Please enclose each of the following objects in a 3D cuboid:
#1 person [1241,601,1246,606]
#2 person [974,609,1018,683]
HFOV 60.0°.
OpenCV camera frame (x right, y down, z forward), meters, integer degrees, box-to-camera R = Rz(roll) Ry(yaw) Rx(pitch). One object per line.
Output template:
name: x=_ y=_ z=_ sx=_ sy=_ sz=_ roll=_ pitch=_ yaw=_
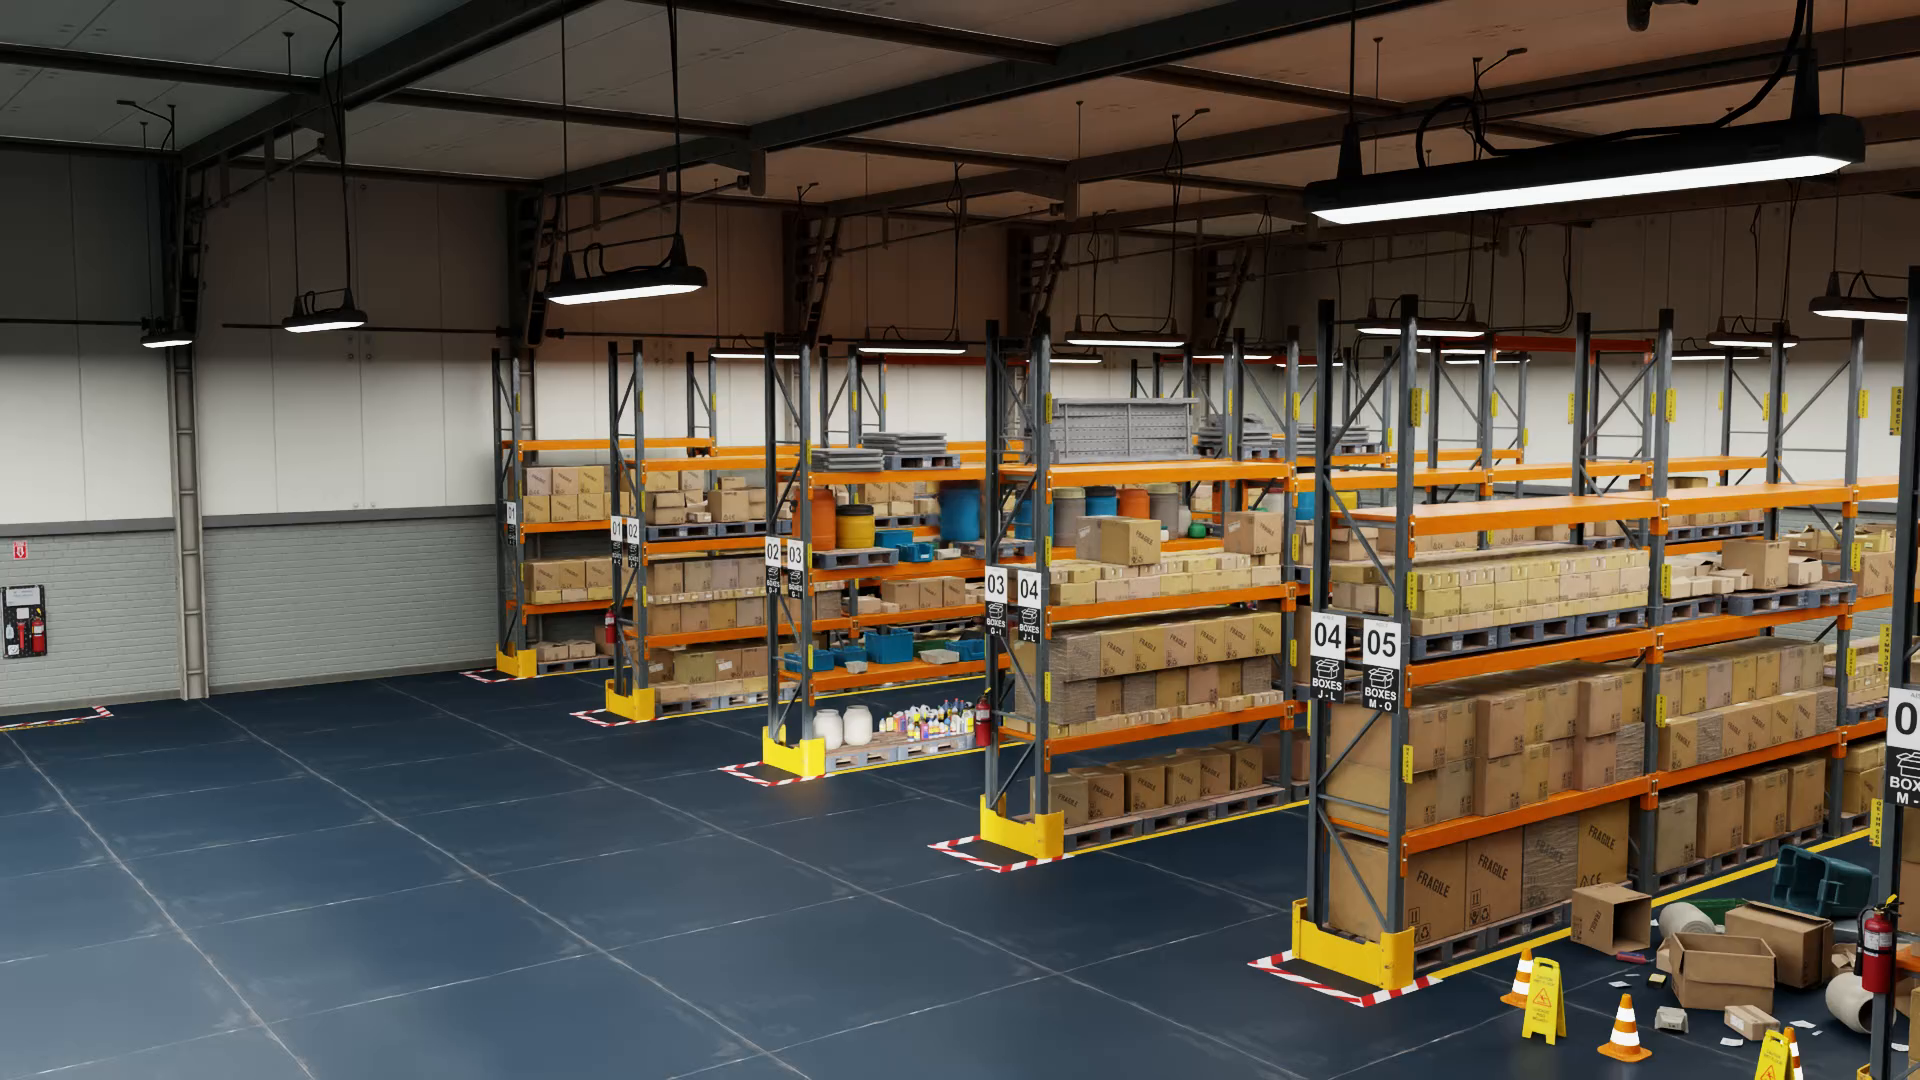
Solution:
person: x=5.477 y=1.392 z=33.046 sx=0.813 sy=1.804 sz=0.702 roll=-5 pitch=7 yaw=-43
person: x=0.721 y=1.701 z=29.396 sx=1.129 sy=1.815 sz=0.598 roll=-4 pitch=6 yaw=-37
